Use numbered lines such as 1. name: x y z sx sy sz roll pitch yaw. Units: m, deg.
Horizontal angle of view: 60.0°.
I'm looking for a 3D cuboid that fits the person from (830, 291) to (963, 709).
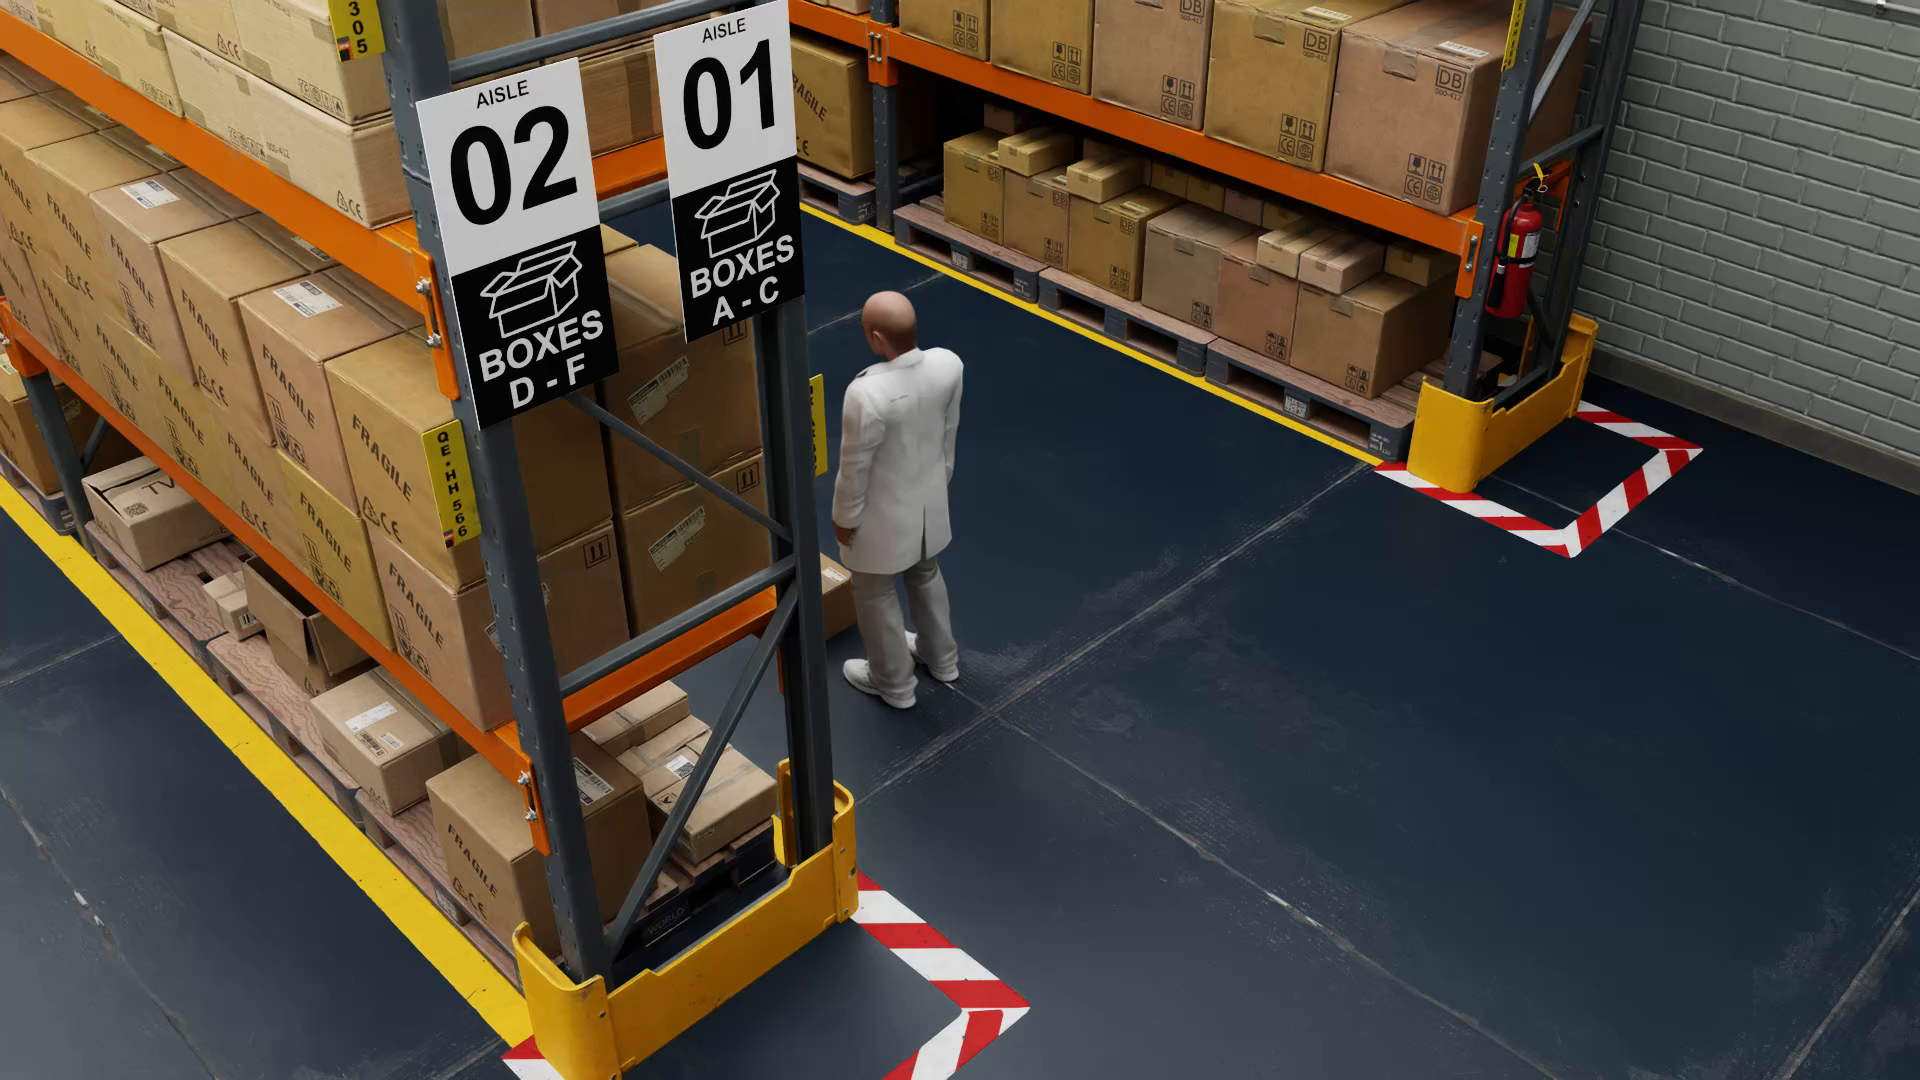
1. person: -0.261 -0.151 6.381 0.563 1.774 0.377 -29 44 -35
